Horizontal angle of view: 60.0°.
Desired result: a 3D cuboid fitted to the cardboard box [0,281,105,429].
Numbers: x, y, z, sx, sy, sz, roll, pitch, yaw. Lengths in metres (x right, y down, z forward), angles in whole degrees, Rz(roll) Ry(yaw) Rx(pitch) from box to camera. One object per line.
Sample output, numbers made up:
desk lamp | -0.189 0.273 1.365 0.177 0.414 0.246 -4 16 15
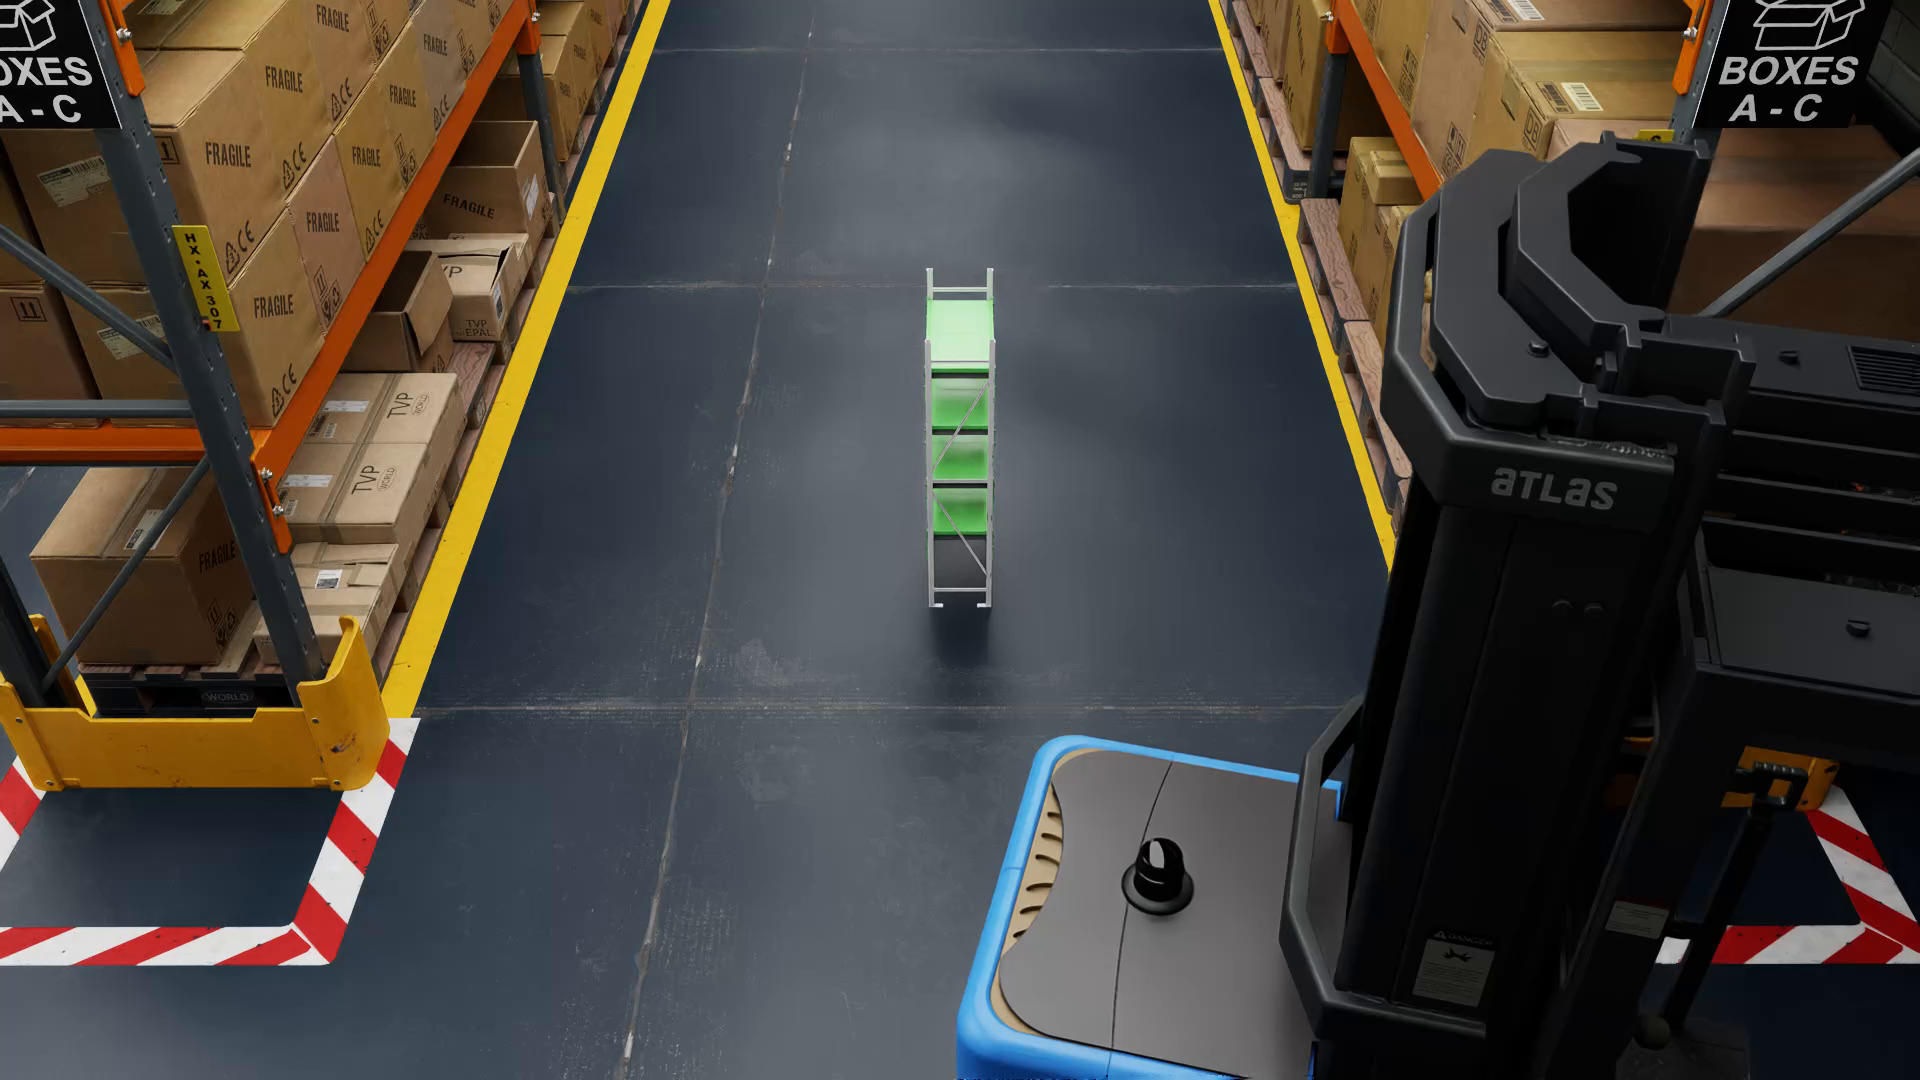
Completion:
cardboard box | -2.880 -0.692 5.135 0.500 0.500 0.500 1 39 1

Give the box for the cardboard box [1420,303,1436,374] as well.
cardboard box | 2.244 -0.633 6.804 0.700 0.500 0.500 -1 39 -2

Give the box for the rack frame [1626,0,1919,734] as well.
rack frame | 2.347 -0.379 4.825 1.000 3.000 0.127 0 39 0

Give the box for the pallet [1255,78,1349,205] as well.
pallet | 2.266 -2.275 9.420 1.003 0.211 1.213 0 39 0

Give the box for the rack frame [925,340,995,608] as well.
rack frame | 0.000 -0.212 6.055 0.240 1.200 0.015 0 39 0

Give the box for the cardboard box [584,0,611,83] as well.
cardboard box | -2.373 -3.020 9.767 0.500 0.500 0.500 0 39 0

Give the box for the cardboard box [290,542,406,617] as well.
cardboard box | -2.264 0.142 6.088 0.380 0.166 0.250 0 39 0

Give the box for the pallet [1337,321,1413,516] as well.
pallet | 2.269 -0.552 7.270 1.003 0.211 1.213 0 39 0

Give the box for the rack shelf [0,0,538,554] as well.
rack shelf | -2.609 -1.344 6.603 1.077 0.370 4.000 0 39 0

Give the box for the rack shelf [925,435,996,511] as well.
rack shelf | 0.000 -0.315 6.286 0.258 0.148 0.480 0 39 0

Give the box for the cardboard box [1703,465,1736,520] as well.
cardboard box | 2.446 -0.181 5.721 0.380 0.149 0.250 0 39 0

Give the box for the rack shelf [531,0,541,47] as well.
rack shelf | -2.614 -3.845 9.724 1.077 0.370 4.000 0 39 0

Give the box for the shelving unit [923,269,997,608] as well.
shelving unit | 0.000 -0.365 6.246 0.258 1.200 0.503 0 39 0

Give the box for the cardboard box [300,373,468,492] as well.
cardboard box | -2.325 -0.438 6.745 0.500 0.250 0.500 0 39 0

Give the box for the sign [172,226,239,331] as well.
sign | -2.064 -0.712 4.547 0.100 0.325 0.005 0 39 0

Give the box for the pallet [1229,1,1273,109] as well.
pallet | 2.262 -3.040 10.375 1.003 0.211 1.213 0 39 0

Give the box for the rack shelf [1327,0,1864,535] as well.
rack shelf | 2.344 -1.349 6.610 1.077 0.370 4.000 0 39 0

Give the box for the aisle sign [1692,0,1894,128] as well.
aisle sign | 2.047 -1.349 3.955 0.394 0.787 0.004 0 39 0

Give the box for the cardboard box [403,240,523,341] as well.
cardboard box | -2.326 -1.172 7.612 0.500 0.311 0.500 0 39 0

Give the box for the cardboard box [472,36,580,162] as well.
cardboard box | -2.368 -2.374 8.961 0.500 0.500 0.500 -2 39 -2

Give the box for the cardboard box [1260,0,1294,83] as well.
cardboard box | 2.207 -3.168 9.688 0.750 0.750 0.750 1 39 1

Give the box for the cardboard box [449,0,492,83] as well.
cardboard box | -2.352 -2.279 7.115 0.500 0.500 0.500 1 39 1

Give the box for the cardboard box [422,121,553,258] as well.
cardboard box | -2.327 -1.715 8.139 0.500 0.500 0.500 0 39 0

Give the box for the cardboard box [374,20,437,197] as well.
cardboard box | -2.346 -1.639 6.317 0.500 0.500 0.500 0 39 1

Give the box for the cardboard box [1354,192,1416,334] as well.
cardboard box | 2.238 -1.287 7.621 0.700 0.500 0.500 0 39 -1

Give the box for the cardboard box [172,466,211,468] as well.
cardboard box | -2.825 -0.406 6.705 0.500 0.250 0.500 0 39 0

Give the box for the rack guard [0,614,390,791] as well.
rack guard | -2.607 0.554 5.658 1.175 0.500 0.348 0 39 0

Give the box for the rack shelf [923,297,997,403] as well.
rack shelf | 0.000 -0.689 5.985 0.258 0.148 0.480 0 39 0

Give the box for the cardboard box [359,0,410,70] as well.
cardboard box | -2.349 -2.038 6.015 0.500 0.500 0.500 0 39 0

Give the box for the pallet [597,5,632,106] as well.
pallet | -2.655 -3.060 10.400 1.003 0.211 1.213 0 39 0

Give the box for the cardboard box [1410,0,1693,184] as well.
cardboard box | 2.332 -1.747 6.292 0.980 0.700 0.700 -2 39 -2

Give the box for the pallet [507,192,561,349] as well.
pallet | -2.612 -1.357 8.275 1.003 0.211 1.213 0 39 0

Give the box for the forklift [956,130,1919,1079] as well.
forklift | 1.552 0.714 3.515 3.031 2.935 1.130 9 40 11

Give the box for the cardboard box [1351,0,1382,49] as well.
cardboard box | 2.326 -2.659 7.429 0.980 0.700 0.700 1 39 1

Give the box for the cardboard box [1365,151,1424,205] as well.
cardboard box | 2.058 -1.640 7.543 0.380 0.149 0.250 1 39 1

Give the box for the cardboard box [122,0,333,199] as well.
cardboard box | -2.352 -1.407 5.228 0.500 0.500 0.500 0 39 0

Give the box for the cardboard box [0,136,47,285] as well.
cardboard box | -2.882 -1.081 4.821 0.500 0.500 0.500 0 39 0

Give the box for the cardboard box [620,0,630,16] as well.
cardboard box | -2.380 -3.664 10.571 0.500 0.500 0.500 -1 39 -2

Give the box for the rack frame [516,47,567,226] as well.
rack frame | -2.612 -2.875 7.939 1.000 3.000 0.127 0 39 0

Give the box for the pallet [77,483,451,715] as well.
pallet | -2.609 0.169 6.371 1.003 0.211 1.213 0 39 0

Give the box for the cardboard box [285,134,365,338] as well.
cardboard box | -2.350 -1.013 5.535 0.500 0.500 0.500 0 39 0

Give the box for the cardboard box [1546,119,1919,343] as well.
cardboard box | 2.336 -0.815 5.129 0.980 0.700 0.700 2 39 2
